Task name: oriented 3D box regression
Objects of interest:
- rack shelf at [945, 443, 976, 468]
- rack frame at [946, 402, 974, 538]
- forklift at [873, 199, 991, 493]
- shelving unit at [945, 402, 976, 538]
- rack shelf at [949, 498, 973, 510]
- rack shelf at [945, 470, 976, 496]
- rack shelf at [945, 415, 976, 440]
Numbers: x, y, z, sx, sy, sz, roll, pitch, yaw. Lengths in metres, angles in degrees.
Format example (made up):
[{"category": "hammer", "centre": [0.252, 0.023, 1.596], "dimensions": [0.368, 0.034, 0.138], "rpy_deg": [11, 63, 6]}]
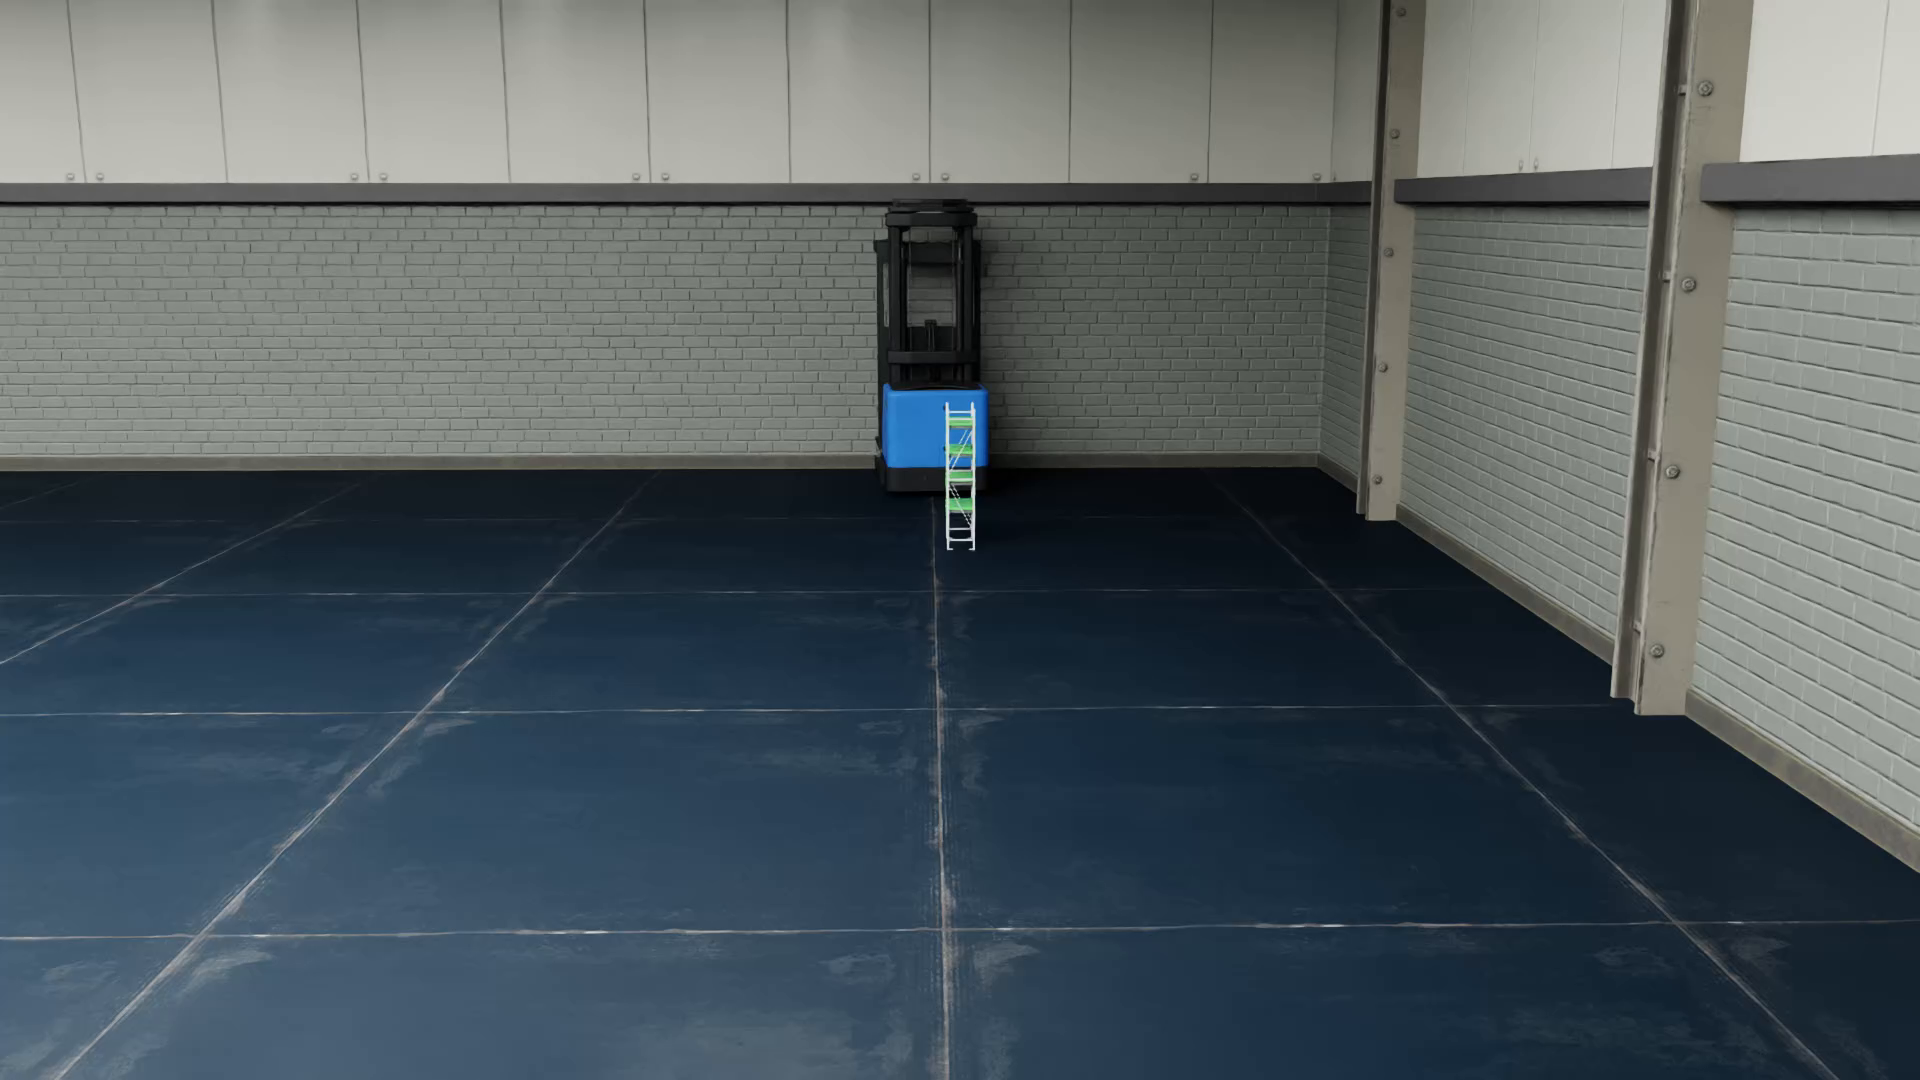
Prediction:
[{"category": "rack shelf", "centre": [0.003, -0.728, 14.243], "dimensions": [0.258, 0.148, 0.480], "rpy_deg": [0, 11, -1]}, {"category": "rack frame", "centre": [-0.002, -0.604, 14.517], "dimensions": [0.240, 1.200, 0.015], "rpy_deg": [0, 11, -1]}, {"category": "forklift", "centre": [-0.354, -2.155, 17.809], "dimensions": [1.130, 2.935, 3.031], "rpy_deg": [-1, 12, -5]}, {"category": "shelving unit", "centre": [0.003, -0.556, 14.283], "dimensions": [0.258, 1.200, 0.492], "rpy_deg": [0, 11, -1]}, {"category": "rack shelf", "centre": [0.003, -0.310, 14.327], "dimensions": [0.221, 0.021, 0.457], "rpy_deg": [0, 11, -1]}, {"category": "rack shelf", "centre": [0.003, -0.492, 14.290], "dimensions": [0.258, 0.148, 0.480], "rpy_deg": [0, 11, -1]}, {"category": "rack shelf", "centre": [0.003, -0.963, 14.195], "dimensions": [0.258, 0.148, 0.480], "rpy_deg": [0, 11, -1]}]
